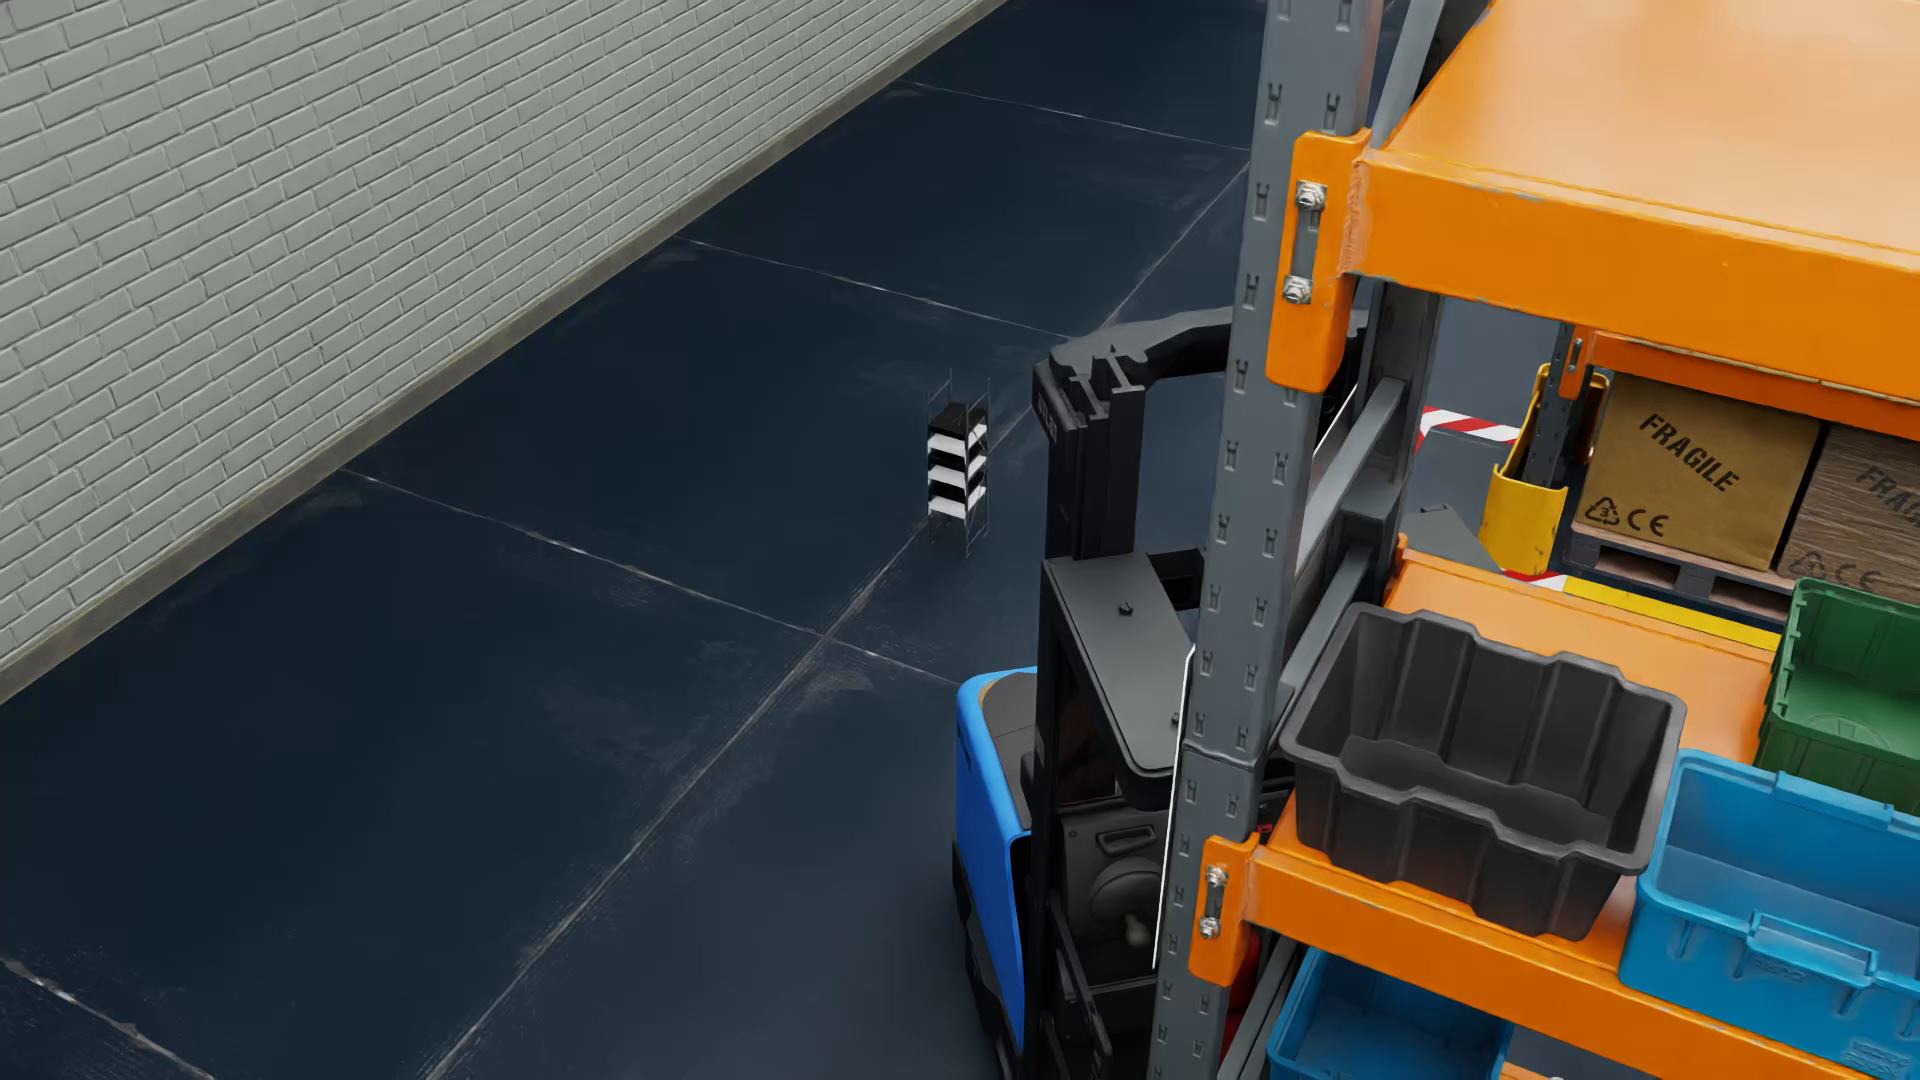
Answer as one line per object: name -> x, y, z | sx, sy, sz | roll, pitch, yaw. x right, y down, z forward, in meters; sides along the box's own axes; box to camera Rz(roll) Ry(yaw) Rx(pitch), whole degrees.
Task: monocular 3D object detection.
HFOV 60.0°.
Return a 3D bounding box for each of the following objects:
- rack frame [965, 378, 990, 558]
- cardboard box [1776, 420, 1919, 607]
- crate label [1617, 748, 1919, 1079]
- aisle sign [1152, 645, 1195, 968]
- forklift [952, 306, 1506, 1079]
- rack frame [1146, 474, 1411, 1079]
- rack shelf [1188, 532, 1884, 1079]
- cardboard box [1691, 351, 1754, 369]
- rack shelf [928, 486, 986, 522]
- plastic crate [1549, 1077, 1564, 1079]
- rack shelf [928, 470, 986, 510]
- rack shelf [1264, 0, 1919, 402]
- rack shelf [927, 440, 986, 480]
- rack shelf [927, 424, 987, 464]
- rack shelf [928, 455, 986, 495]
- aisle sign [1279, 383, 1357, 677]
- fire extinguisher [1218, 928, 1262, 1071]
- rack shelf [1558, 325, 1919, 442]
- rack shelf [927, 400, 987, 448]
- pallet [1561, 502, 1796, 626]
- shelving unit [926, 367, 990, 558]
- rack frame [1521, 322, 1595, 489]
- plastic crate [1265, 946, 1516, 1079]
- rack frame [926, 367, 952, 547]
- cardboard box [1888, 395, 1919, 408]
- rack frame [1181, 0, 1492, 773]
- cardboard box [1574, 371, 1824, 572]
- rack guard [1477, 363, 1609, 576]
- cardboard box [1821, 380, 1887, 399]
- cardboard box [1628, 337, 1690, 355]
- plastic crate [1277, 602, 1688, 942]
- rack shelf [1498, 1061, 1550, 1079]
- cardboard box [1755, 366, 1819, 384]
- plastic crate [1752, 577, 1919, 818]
rack frame -> 0.083, -0.332, 7.944 | 0.006, 0.900, 0.240 | 17, 41, 21
cardboard box -> 4.353, -0.294, 7.567 | 0.875, 0.875, 0.875 | 17, 41, 21
crate label -> 1.332, 0.592, 2.631 | 0.502, 0.251, 0.408 | 17, 41, 21
aisle sign -> 0.461, 0.402, 3.089 | 0.004, 0.787, 0.394 | 17, 41, 21
forklift -> 0.794, 0.974, 4.542 | 1.130, 2.935, 3.031 | -8, 38, -10
rack frame -> 0.662, 1.298, 4.059 | 0.127, 3.000, 1.000 | 17, 41, 21
rack shelf -> 2.438, 0.946, 2.637 | 4.000, 0.370, 1.077 | 17, 41, 21
cardboard box -> 3.331, -0.915, 7.182 | 0.250, 0.149, 0.380 | 17, 40, 21
rack shelf -> -0.007, -0.191, 8.110 | 0.200, 0.077, 0.258 | 17, 41, 21
plastic crate -> 1.469, 1.509, 3.950 | 0.243, 0.136, 0.396 | 17, 41, 21
rack shelf -> -0.007, -0.262, 8.055 | 0.200, 0.077, 0.258 | 17, 41, 21
rack shelf -> 2.438, -0.090, 1.851 | 4.000, 0.370, 1.077 | 17, 41, 21
rack shelf -> -0.007, -0.406, 7.947 | 0.200, 0.077, 0.258 | 17, 41, 21
rack shelf -> -0.007, -0.478, 7.892 | 0.200, 0.077, 0.258 | 17, 41, 21
rack shelf -> -0.007, -0.334, 8.001 | 0.200, 0.077, 0.258 | 17, 41, 21
aisle sign -> 0.733, 0.085, 3.507 | 0.004, 0.787, 0.394 | 17, 41, 21
fire extinguisher -> 0.737, 1.191, 4.572 | 0.183, 0.674, 0.296 | 17, 41, 21
rack shelf -> 4.715, -0.519, 7.047 | 4.000, 0.370, 1.077 | 17, 41, 21
rack shelf -> -0.007, -0.549, 7.838 | 0.200, 0.077, 0.258 | 17, 41, 21
pallet -> 3.685, -0.070, 8.168 | 1.213, 0.211, 1.003 | 17, 41, 21
shelving unit -> -0.007, -0.361, 7.981 | 0.210, 0.900, 0.258 | 17, 41, 21
rack frame -> 2.939, -1.361, 7.562 | 0.127, 3.000, 1.000 | 17, 41, 21
plastic crate -> 1.045, 1.253, 4.040 | 0.499, 0.435, 0.616 | 17, 41, 21
rack frame -> -0.097, -0.389, 8.018 | 0.006, 0.900, 0.240 | 17, 41, 21
cardboard box -> 4.016, -0.701, 6.900 | 0.250, 0.149, 0.380 | 17, 40, 21
rack frame -> 0.662, -1.092, 2.245 | 0.127, 3.000, 1.000 | 17, 41, 21
cardboard box -> 3.545, -0.547, 7.900 | 0.875, 0.875, 0.875 | 17, 41, 21
rack guard -> 2.918, -0.372, 8.327 | 0.348, 0.500, 1.175 | 17, 41, 21
cardboard box -> 3.791, -0.772, 6.994 | 0.250, 0.149, 0.380 | 17, 40, 21
cardboard box -> 3.103, -0.985, 7.275 | 0.250, 0.149, 0.380 | 18, 41, 22
plastic crate -> 0.875, 0.412, 2.854 | 0.590, 0.269, 0.497 | 17, 41, 21
rack shelf -> 2.438, 2.141, 3.544 | 4.000, 0.370, 1.077 | 17, 41, 21
cardboard box -> 3.559, -0.844, 7.088 | 0.250, 0.149, 0.380 | 16, 40, 20
plastic crate -> 1.669, 0.309, 3.057 | 0.336, 0.188, 0.450 | 17, 41, 21
